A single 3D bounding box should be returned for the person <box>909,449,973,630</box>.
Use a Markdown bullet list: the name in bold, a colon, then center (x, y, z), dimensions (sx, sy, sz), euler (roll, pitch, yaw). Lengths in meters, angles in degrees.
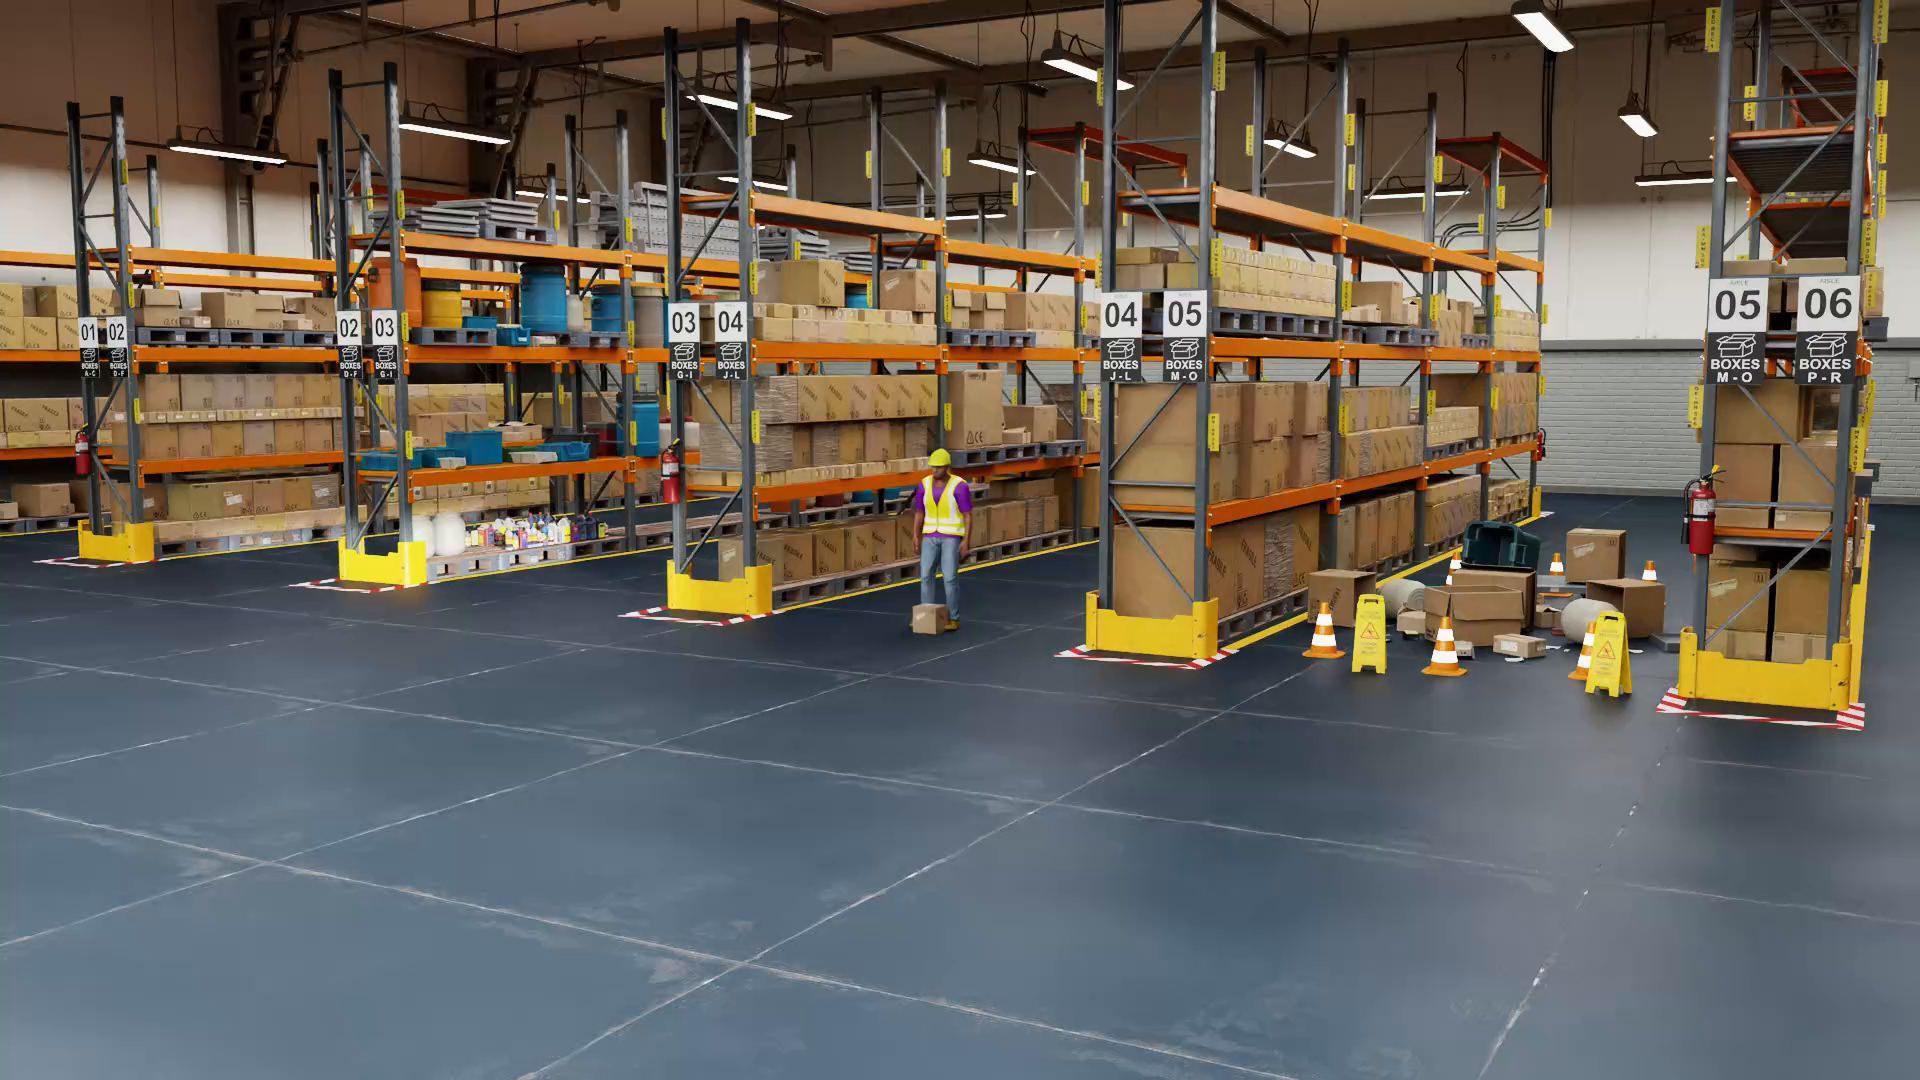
- **person**: center (-0.185, -0.011, 16.167), dimensions (0.626, 1.759, 0.463), euler (3, 7, 26)
